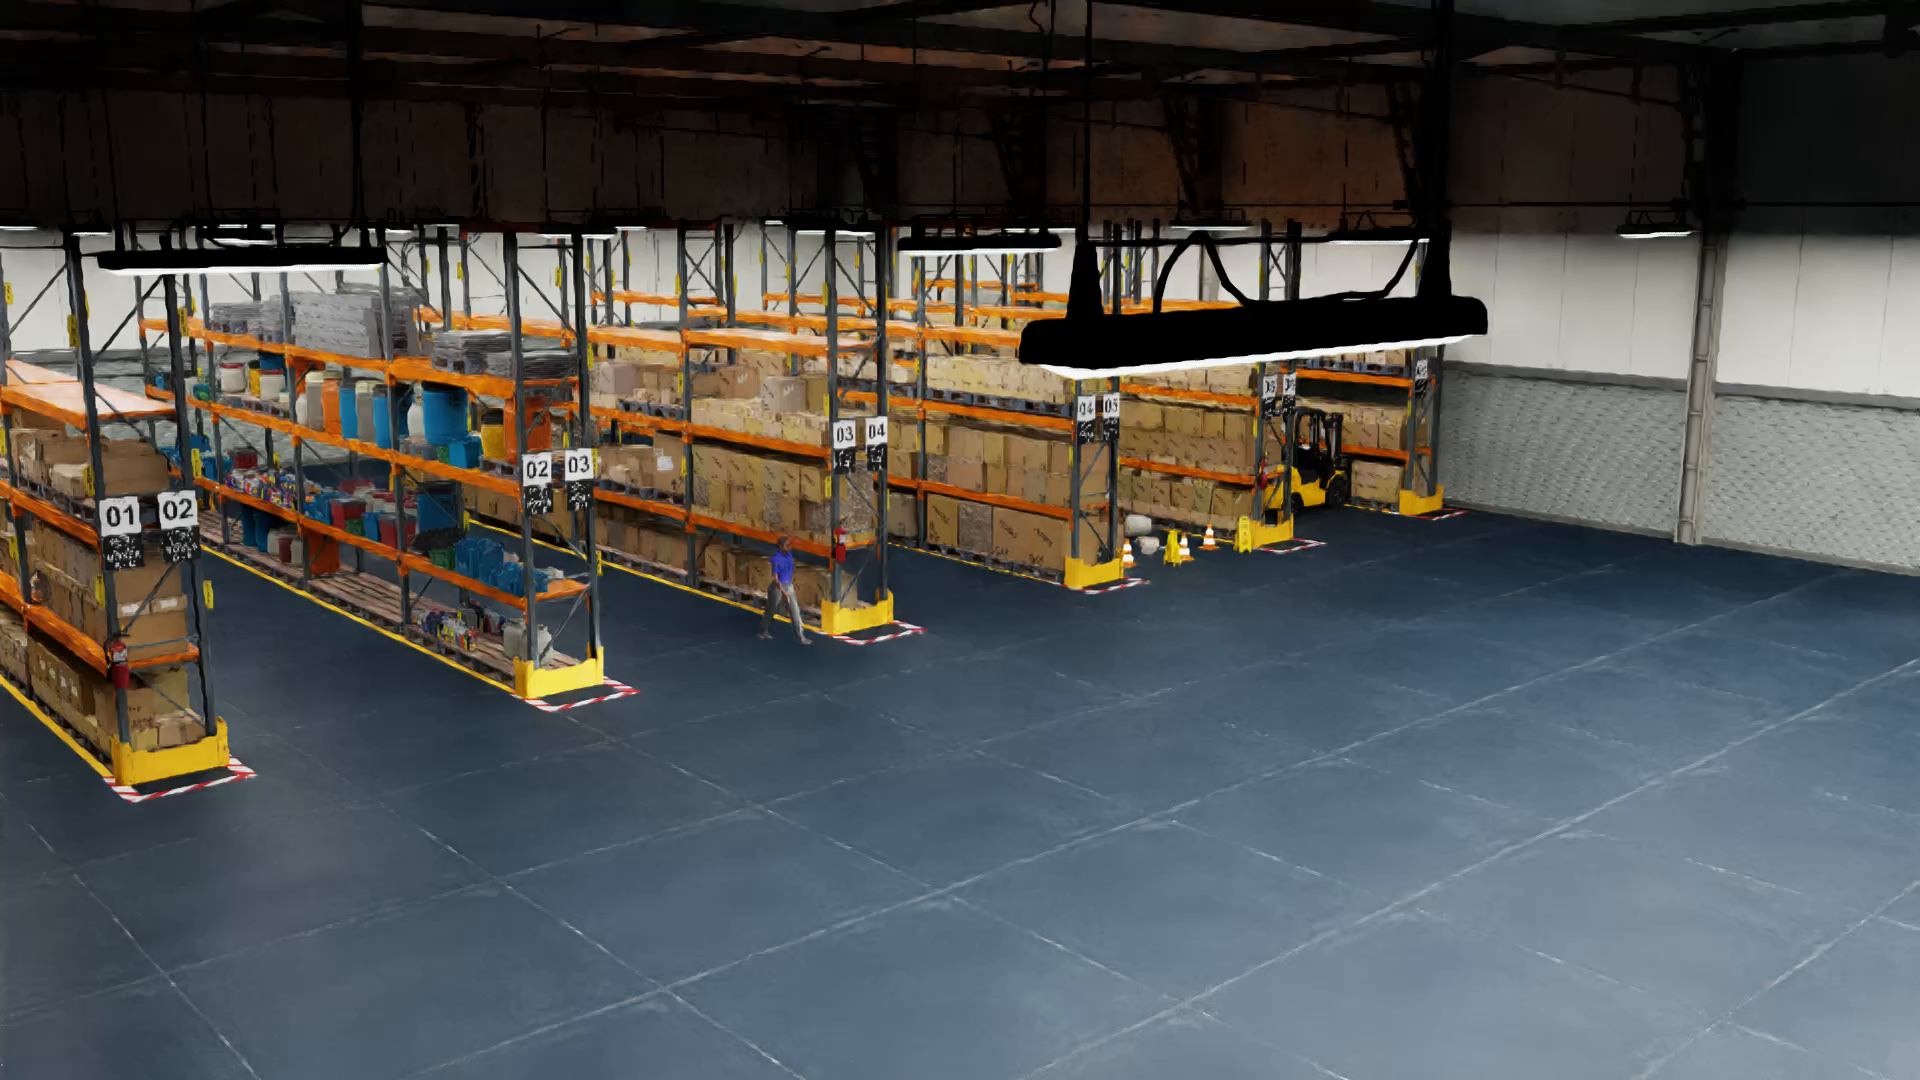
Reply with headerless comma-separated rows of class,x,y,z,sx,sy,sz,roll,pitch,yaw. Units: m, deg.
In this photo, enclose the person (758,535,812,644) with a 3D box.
person,-2.578,0.719,24.197,0.993,1.581,0.429,11,16,43
